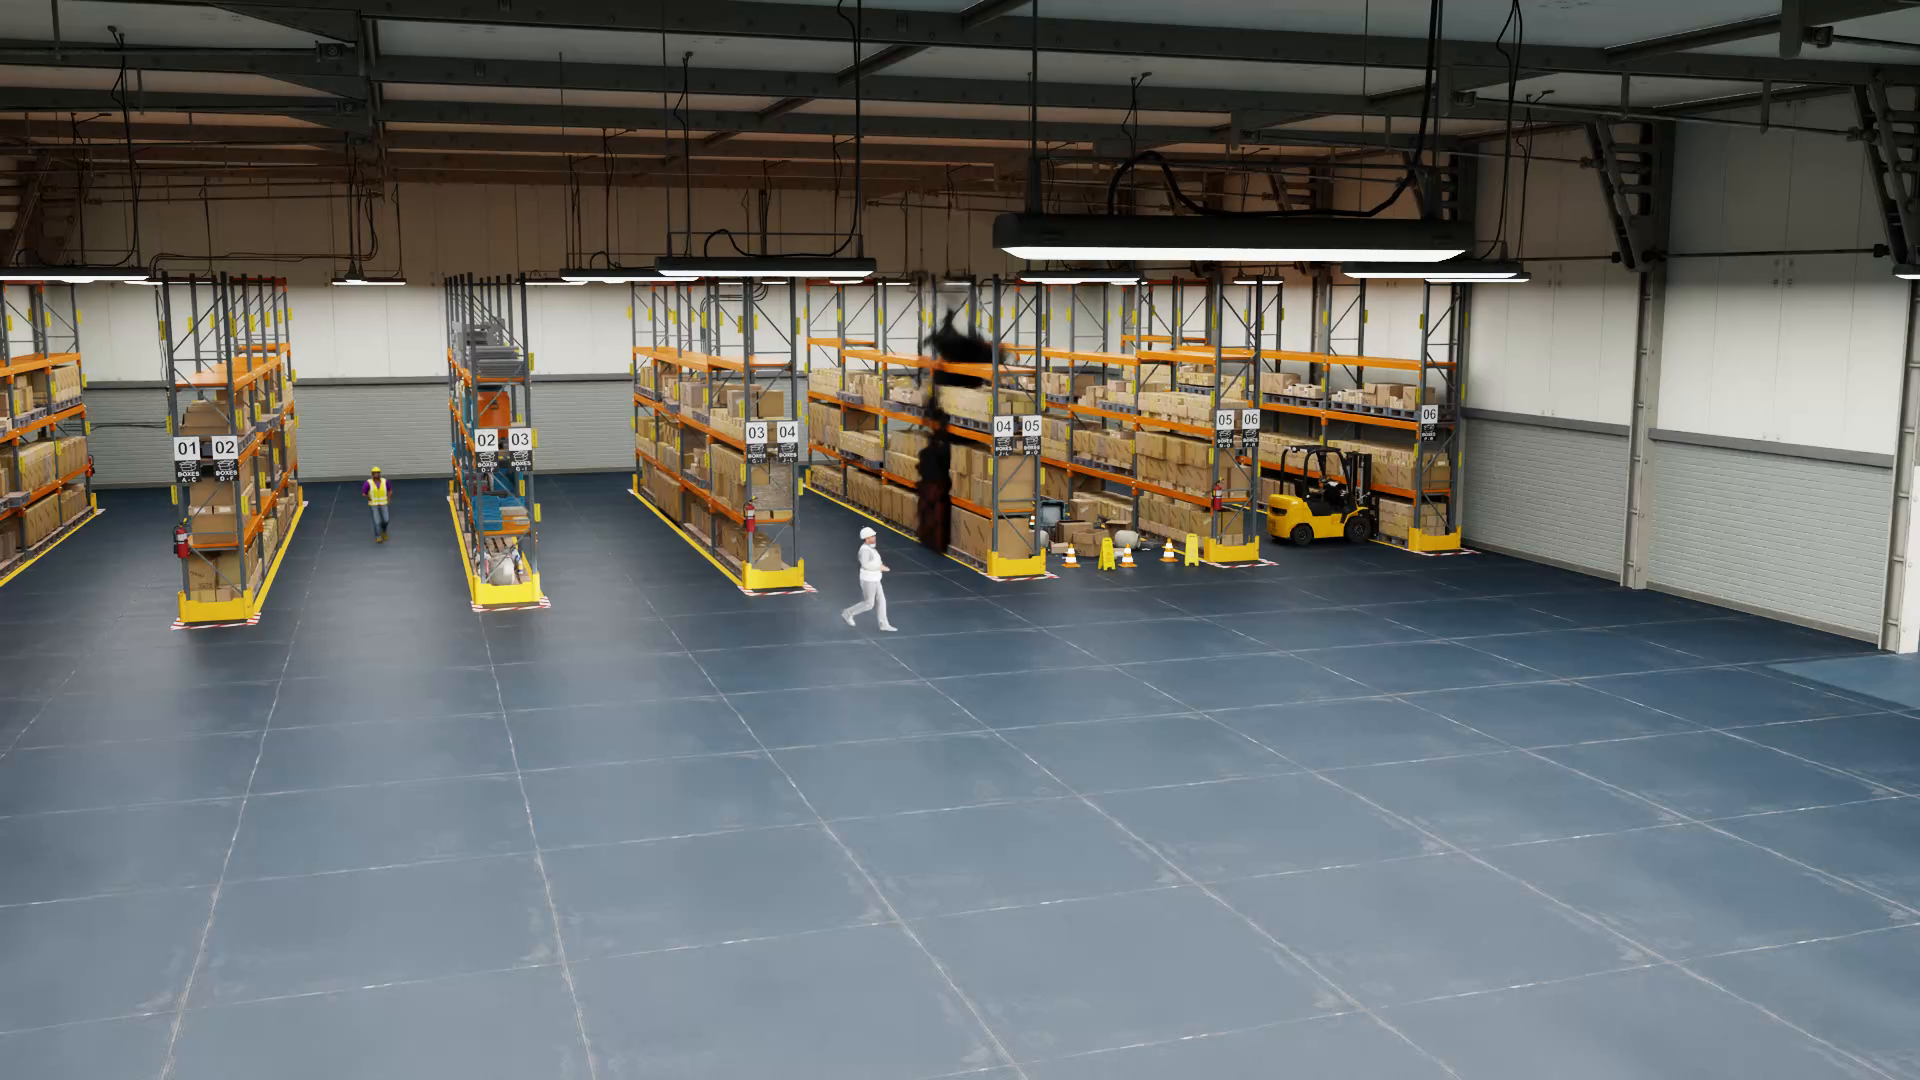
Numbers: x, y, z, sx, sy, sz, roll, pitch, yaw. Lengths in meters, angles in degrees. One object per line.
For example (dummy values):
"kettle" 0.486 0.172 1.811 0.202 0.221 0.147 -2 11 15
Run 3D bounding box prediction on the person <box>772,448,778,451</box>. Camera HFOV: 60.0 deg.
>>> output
"person" -5.510 -2.233 47.535 0.721 1.620 0.781 -1 9 -6

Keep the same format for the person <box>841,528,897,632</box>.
"person" -1.517 0.632 27.774 0.936 1.696 0.661 1 9 6

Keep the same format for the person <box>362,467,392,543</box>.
"person" -13.104 -0.789 37.508 0.681 1.721 0.593 -4 10 -27

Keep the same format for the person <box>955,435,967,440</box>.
"person" -0.014 -2.810 51.234 0.571 1.646 0.636 -1 9 -7
